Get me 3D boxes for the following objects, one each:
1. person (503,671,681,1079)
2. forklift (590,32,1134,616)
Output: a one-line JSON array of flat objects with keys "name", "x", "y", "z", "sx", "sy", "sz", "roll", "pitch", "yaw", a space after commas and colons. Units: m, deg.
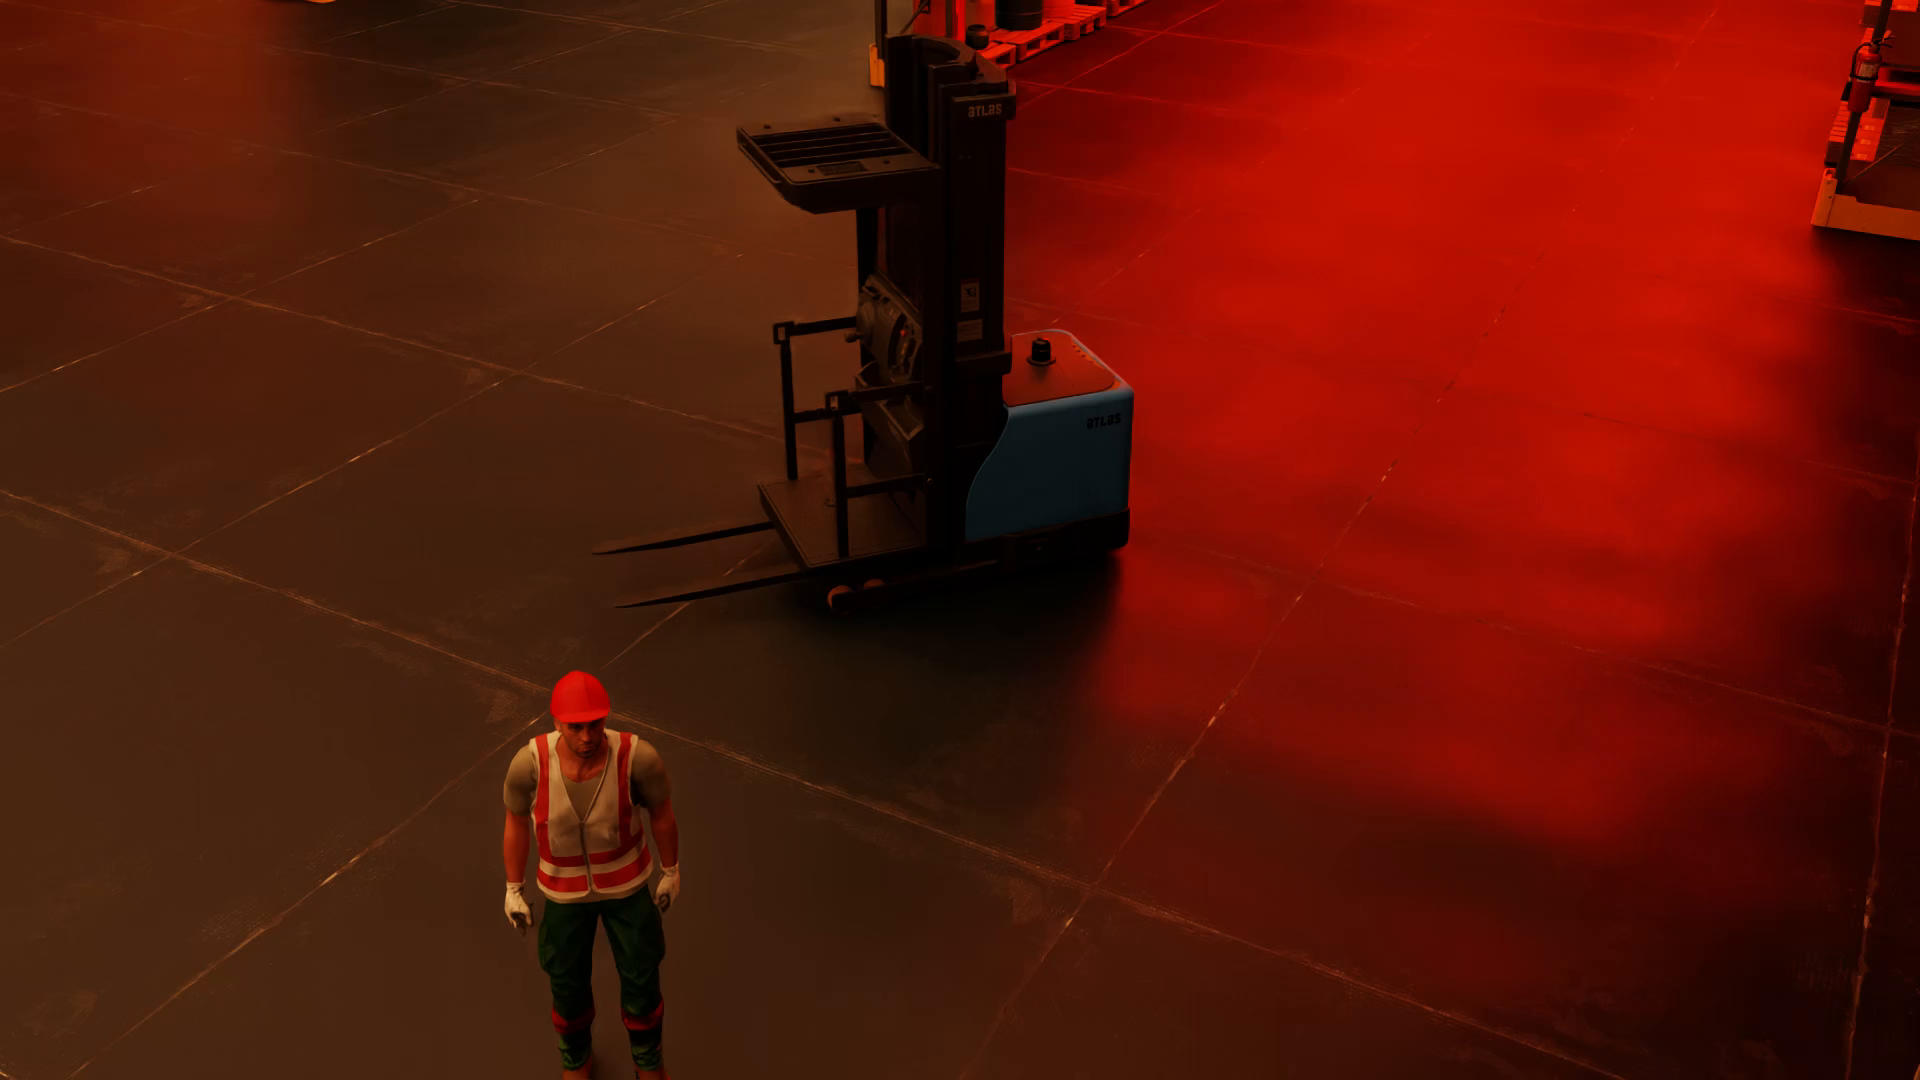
[{"name": "person", "x": -1.321, "y": 1.289, "z": 6.000, "sx": 0.632, "sy": 1.806, "sz": 0.489, "roll": -5, "pitch": 30, "yaw": -9}, {"name": "forklift", "x": -0.575, "y": -1.147, "z": 9.058, "sx": 3.031, "sy": 2.935, "sz": 1.130, "roll": -11, "pitch": 32, "yaw": -18}]
